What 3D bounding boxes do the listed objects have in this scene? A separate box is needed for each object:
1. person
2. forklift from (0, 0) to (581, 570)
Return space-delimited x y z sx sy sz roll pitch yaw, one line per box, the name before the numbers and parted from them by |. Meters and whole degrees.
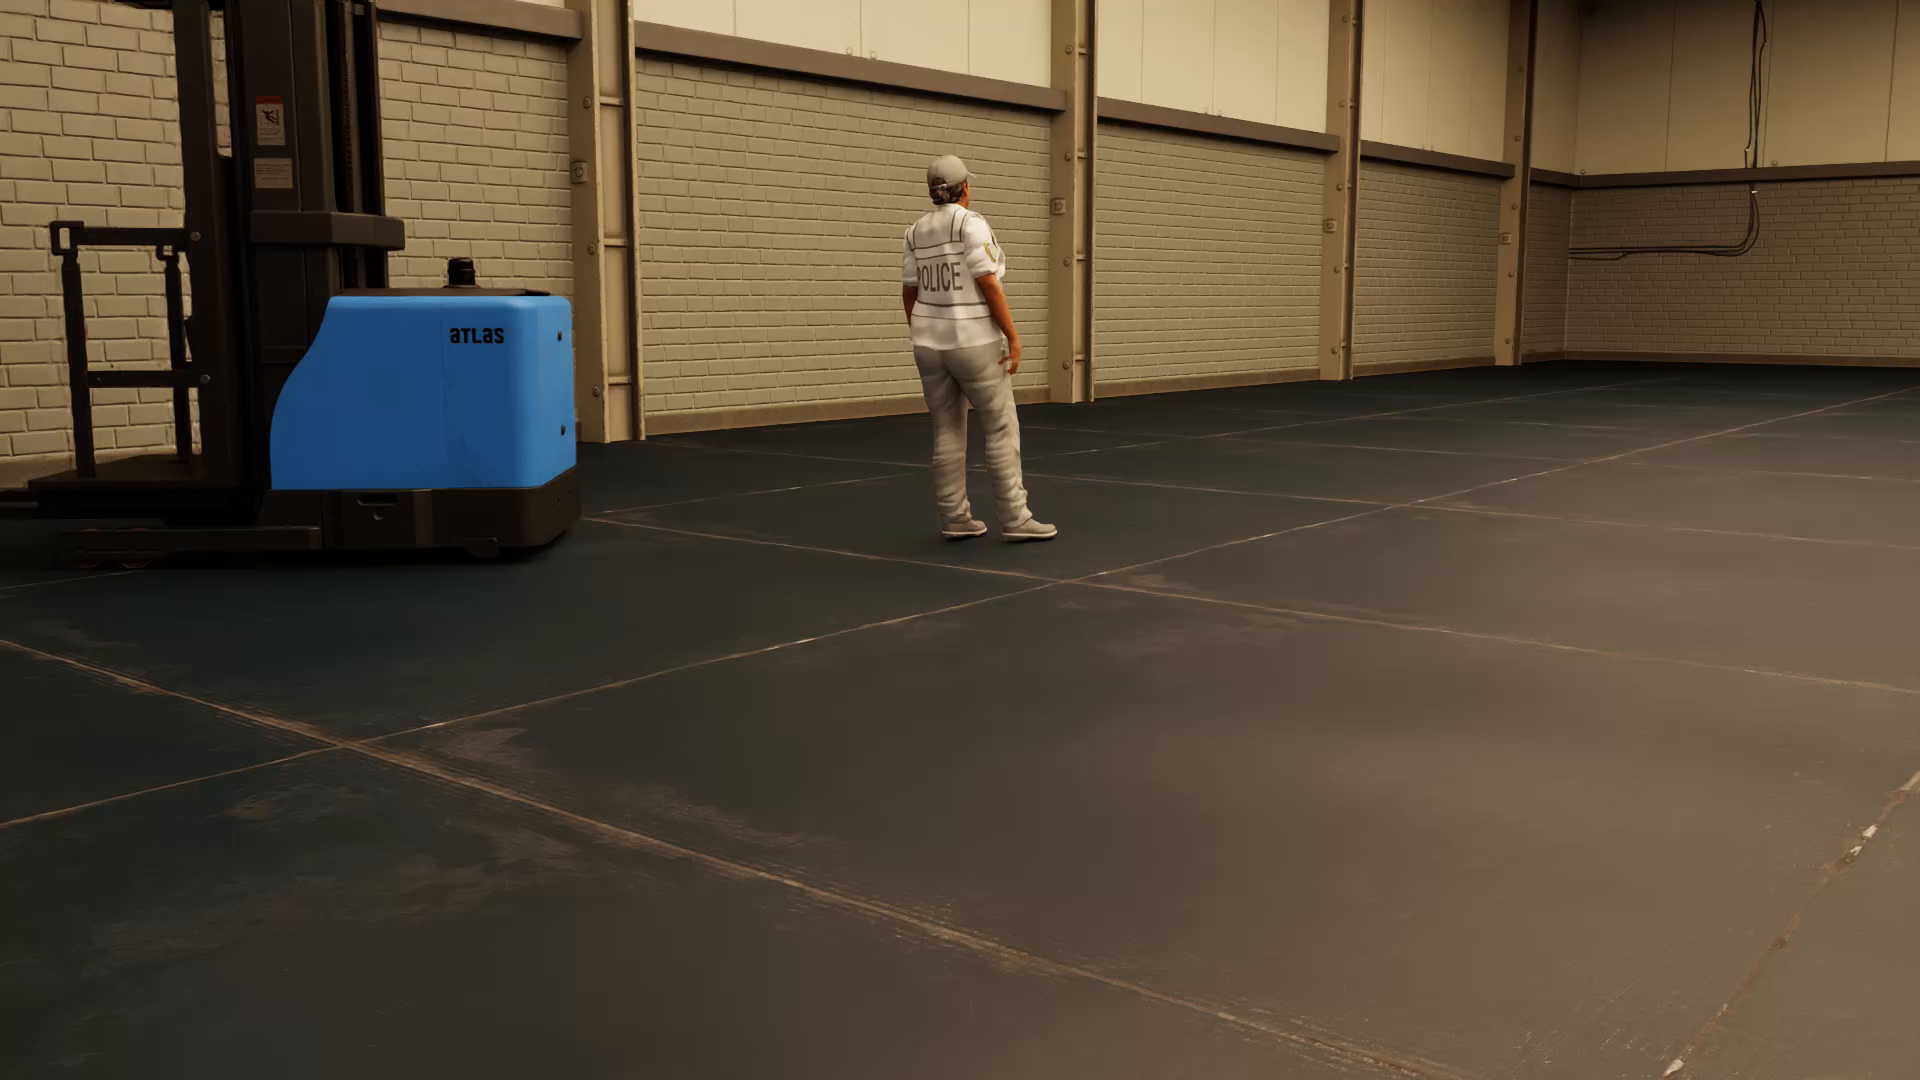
person | 0.066 -0.839 7.328 0.599 1.670 0.529 7 11 38
forklift | -3.227 -1.412 6.932 3.031 2.935 1.130 -1 8 -4
